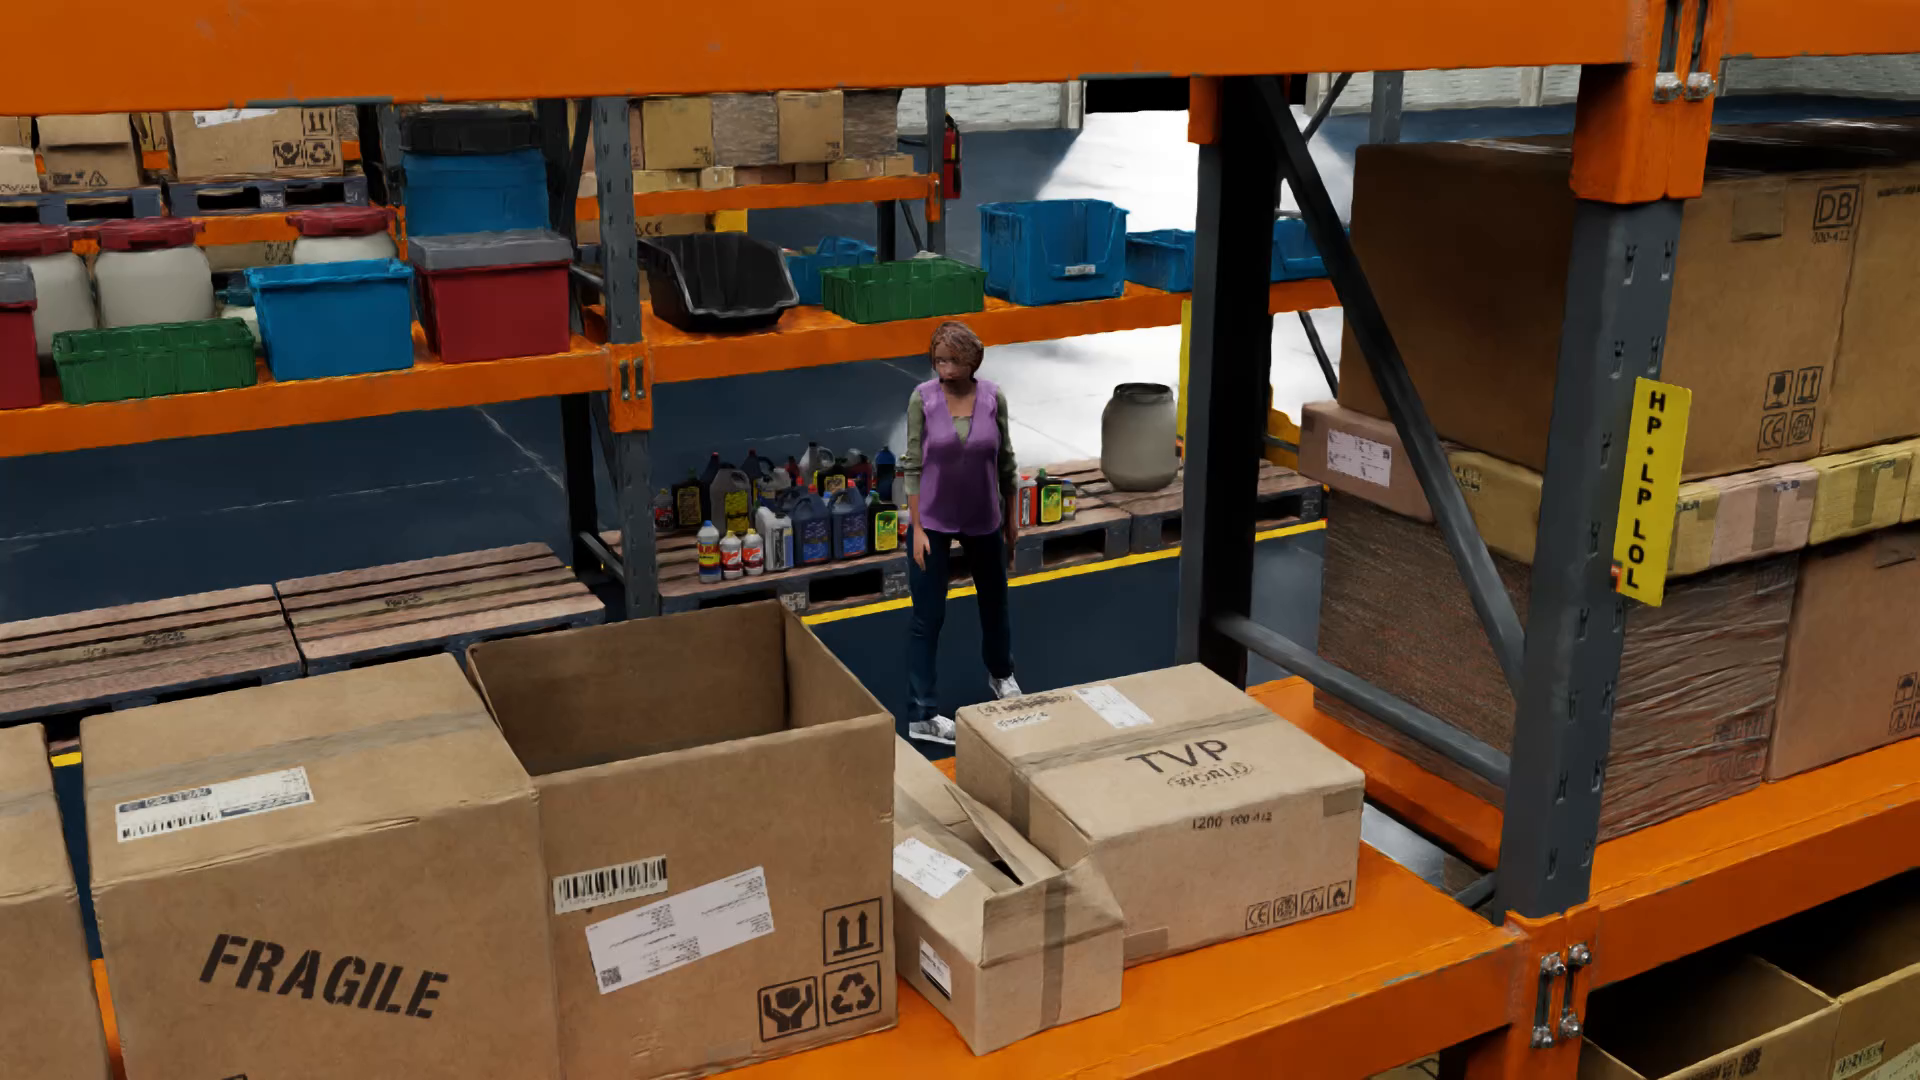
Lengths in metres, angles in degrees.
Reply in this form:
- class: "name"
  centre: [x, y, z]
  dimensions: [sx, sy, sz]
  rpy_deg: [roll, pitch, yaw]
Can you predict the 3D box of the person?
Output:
- class: "person"
  centre: [0.022, -0.049, 6.237]
  dimensions: [0.530, 1.590, 0.546]
  rpy_deg: [-5, 19, -14]
